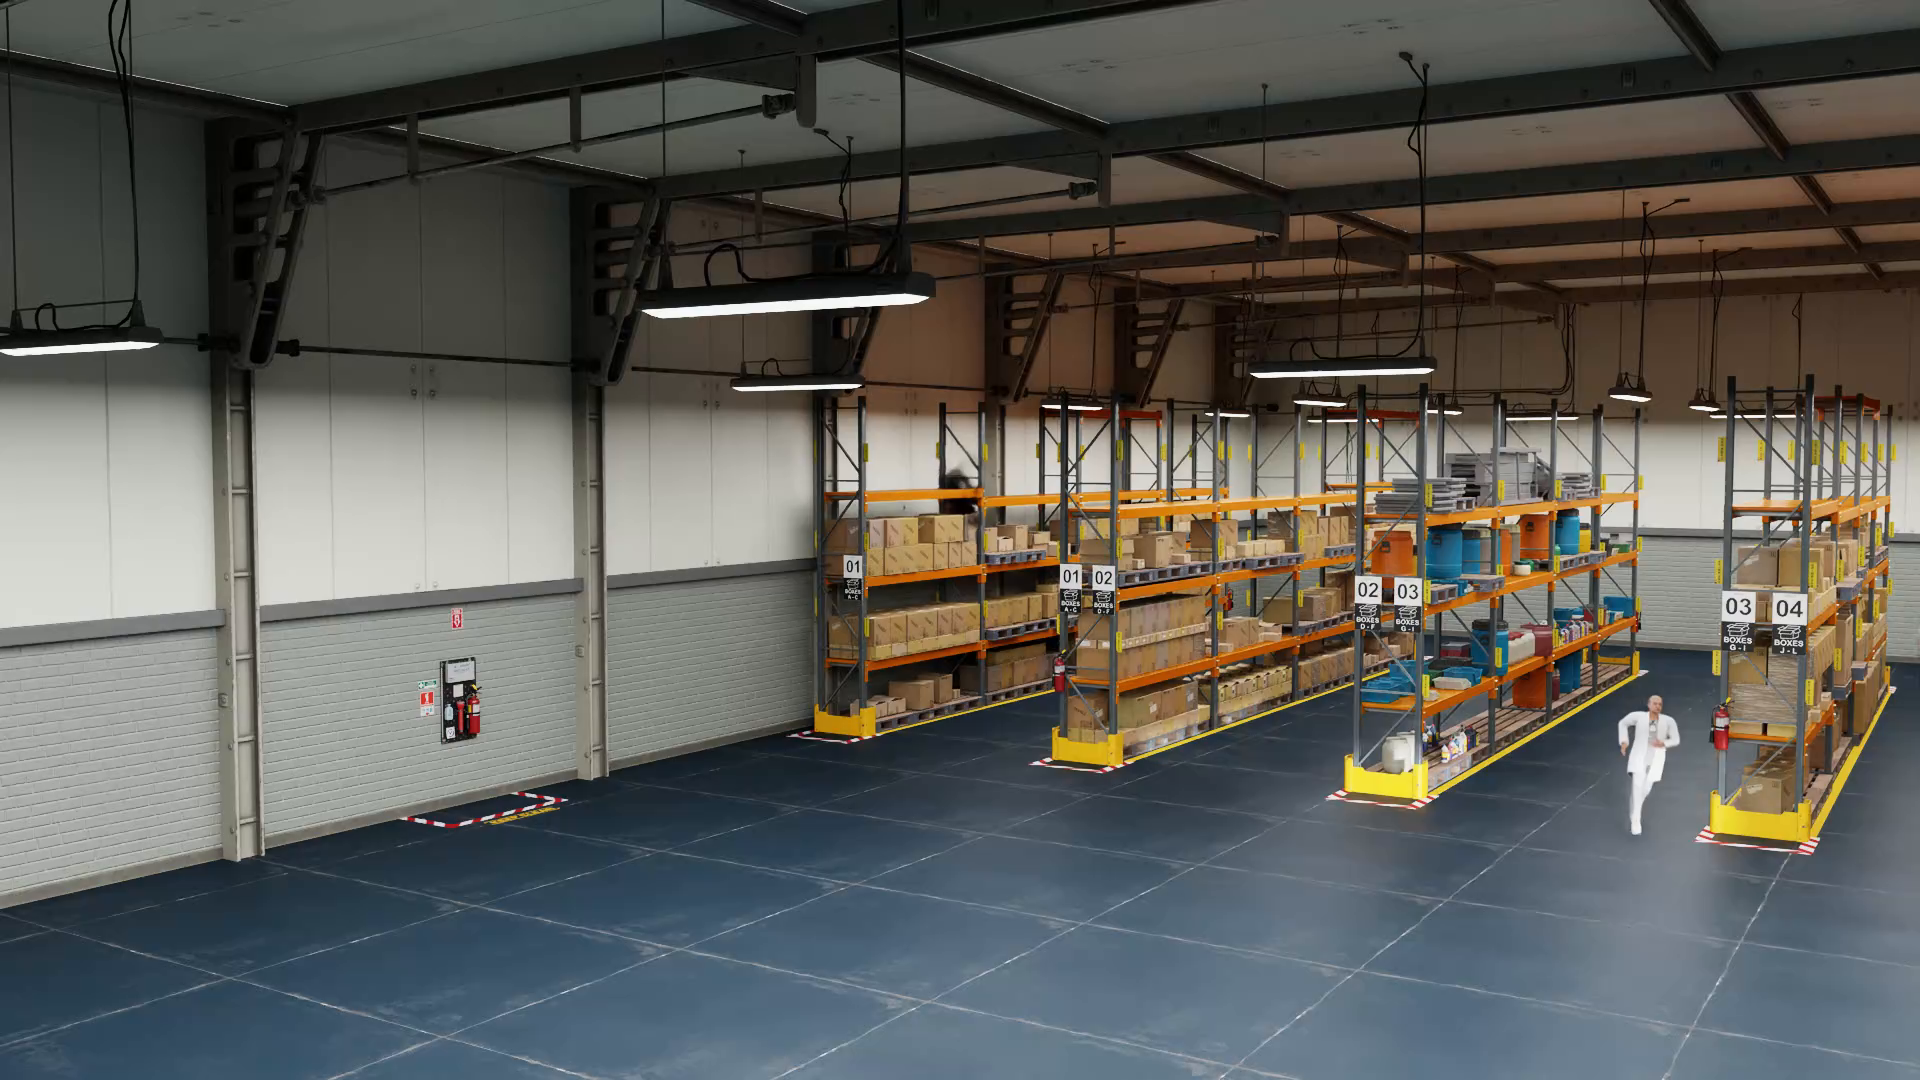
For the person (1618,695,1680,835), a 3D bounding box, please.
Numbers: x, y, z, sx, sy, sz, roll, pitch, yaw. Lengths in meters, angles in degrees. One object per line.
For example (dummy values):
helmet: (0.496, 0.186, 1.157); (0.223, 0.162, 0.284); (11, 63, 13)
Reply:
person: (9.189, 2.954, 22.175); (0.739, 1.784, 1.030); (1, 3, 10)
